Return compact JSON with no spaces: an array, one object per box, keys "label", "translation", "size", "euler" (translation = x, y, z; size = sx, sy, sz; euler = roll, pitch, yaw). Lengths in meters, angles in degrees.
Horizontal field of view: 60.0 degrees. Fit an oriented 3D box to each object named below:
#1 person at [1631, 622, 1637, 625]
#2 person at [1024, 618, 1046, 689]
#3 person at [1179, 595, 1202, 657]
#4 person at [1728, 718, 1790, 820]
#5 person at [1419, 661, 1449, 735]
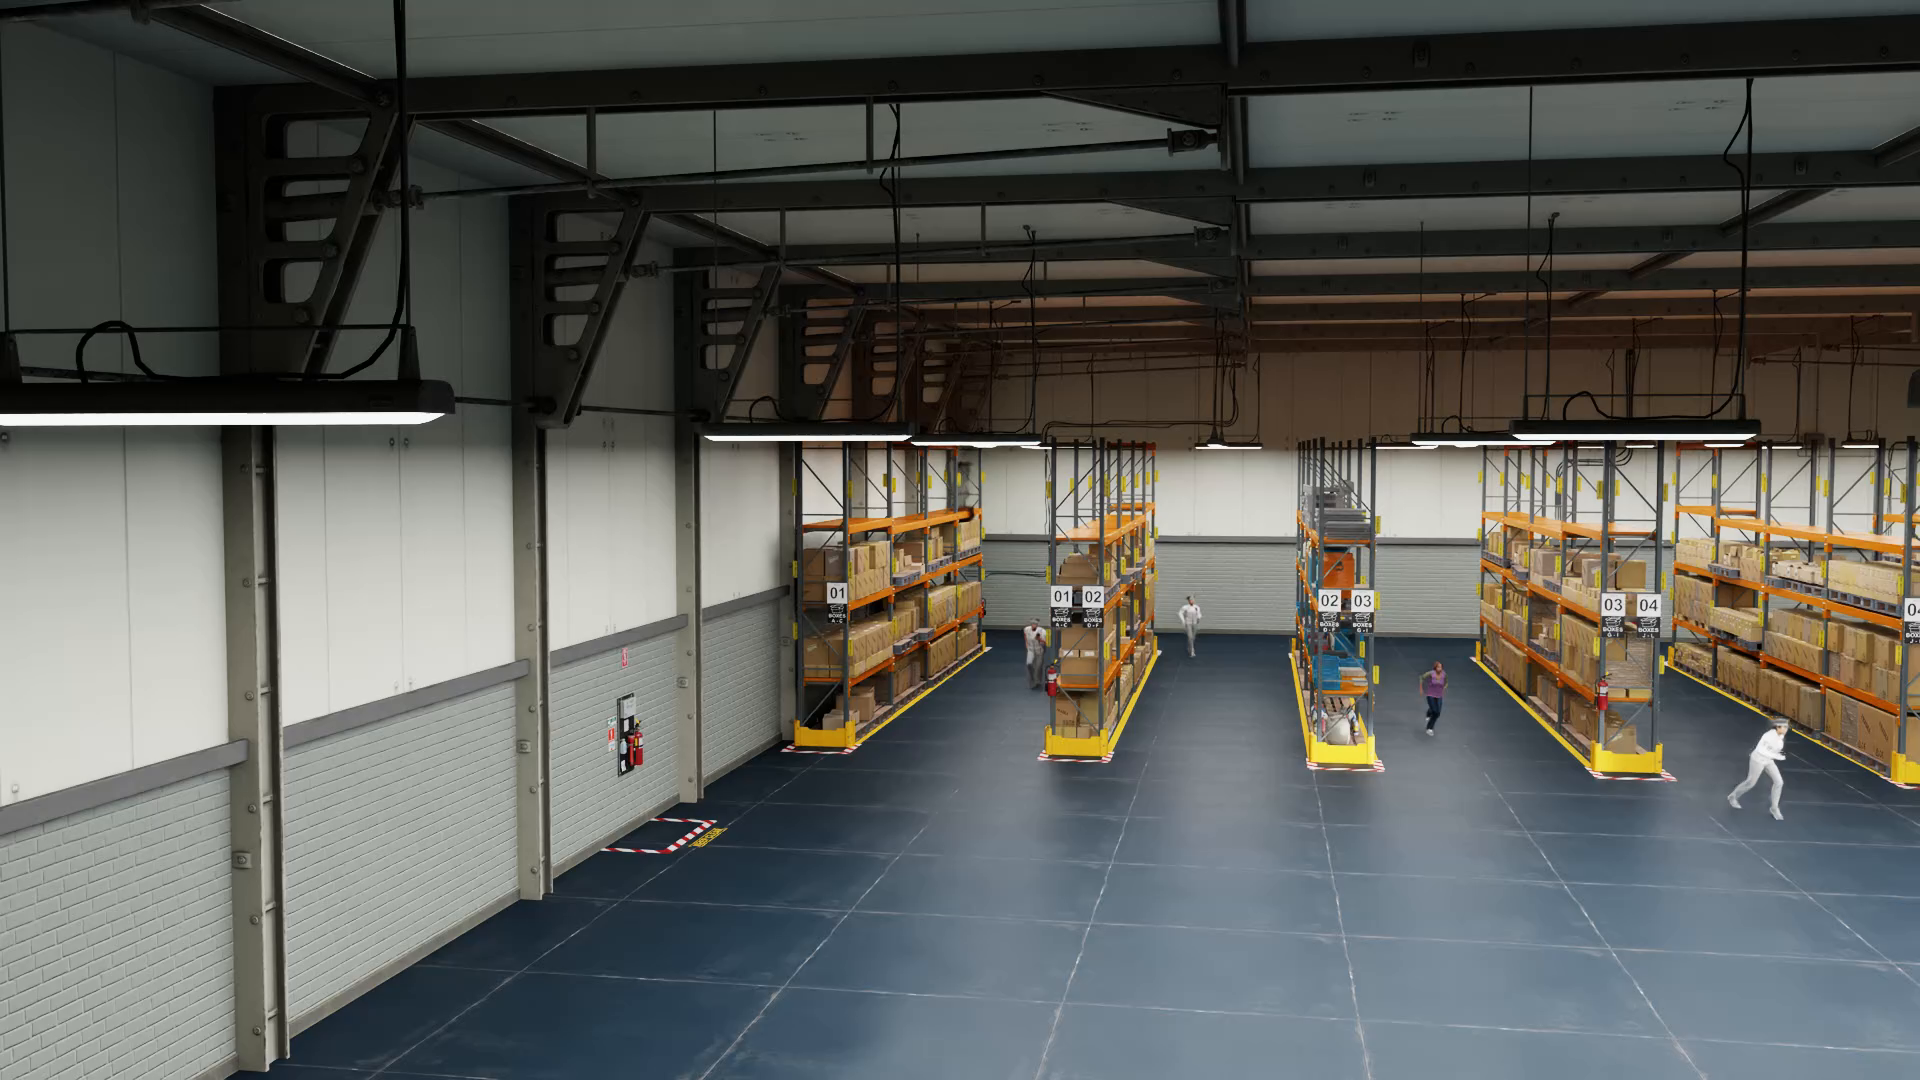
[{"label":"person","translation":[17.776,2.556,44.097],"size":[0.600,1.688,0.629],"euler":[2,3,28]},{"label":"person","translation":[1.839,2.730,40.342],"size":[0.647,1.752,0.942],"euler":[1,3,11]},{"label":"person","translation":[6.489,2.388,46.667],"size":[0.610,1.699,0.846],"euler":[-1,3,-11]},{"label":"person","translation":[12.611,3.569,26.243],"size":[0.658,1.623,0.960],"euler":[-2,4,-35]},{"label":"person","translation":[9.590,3.195,33.585],"size":[0.526,1.529,0.657],"euler":[0,3,-7]}]
